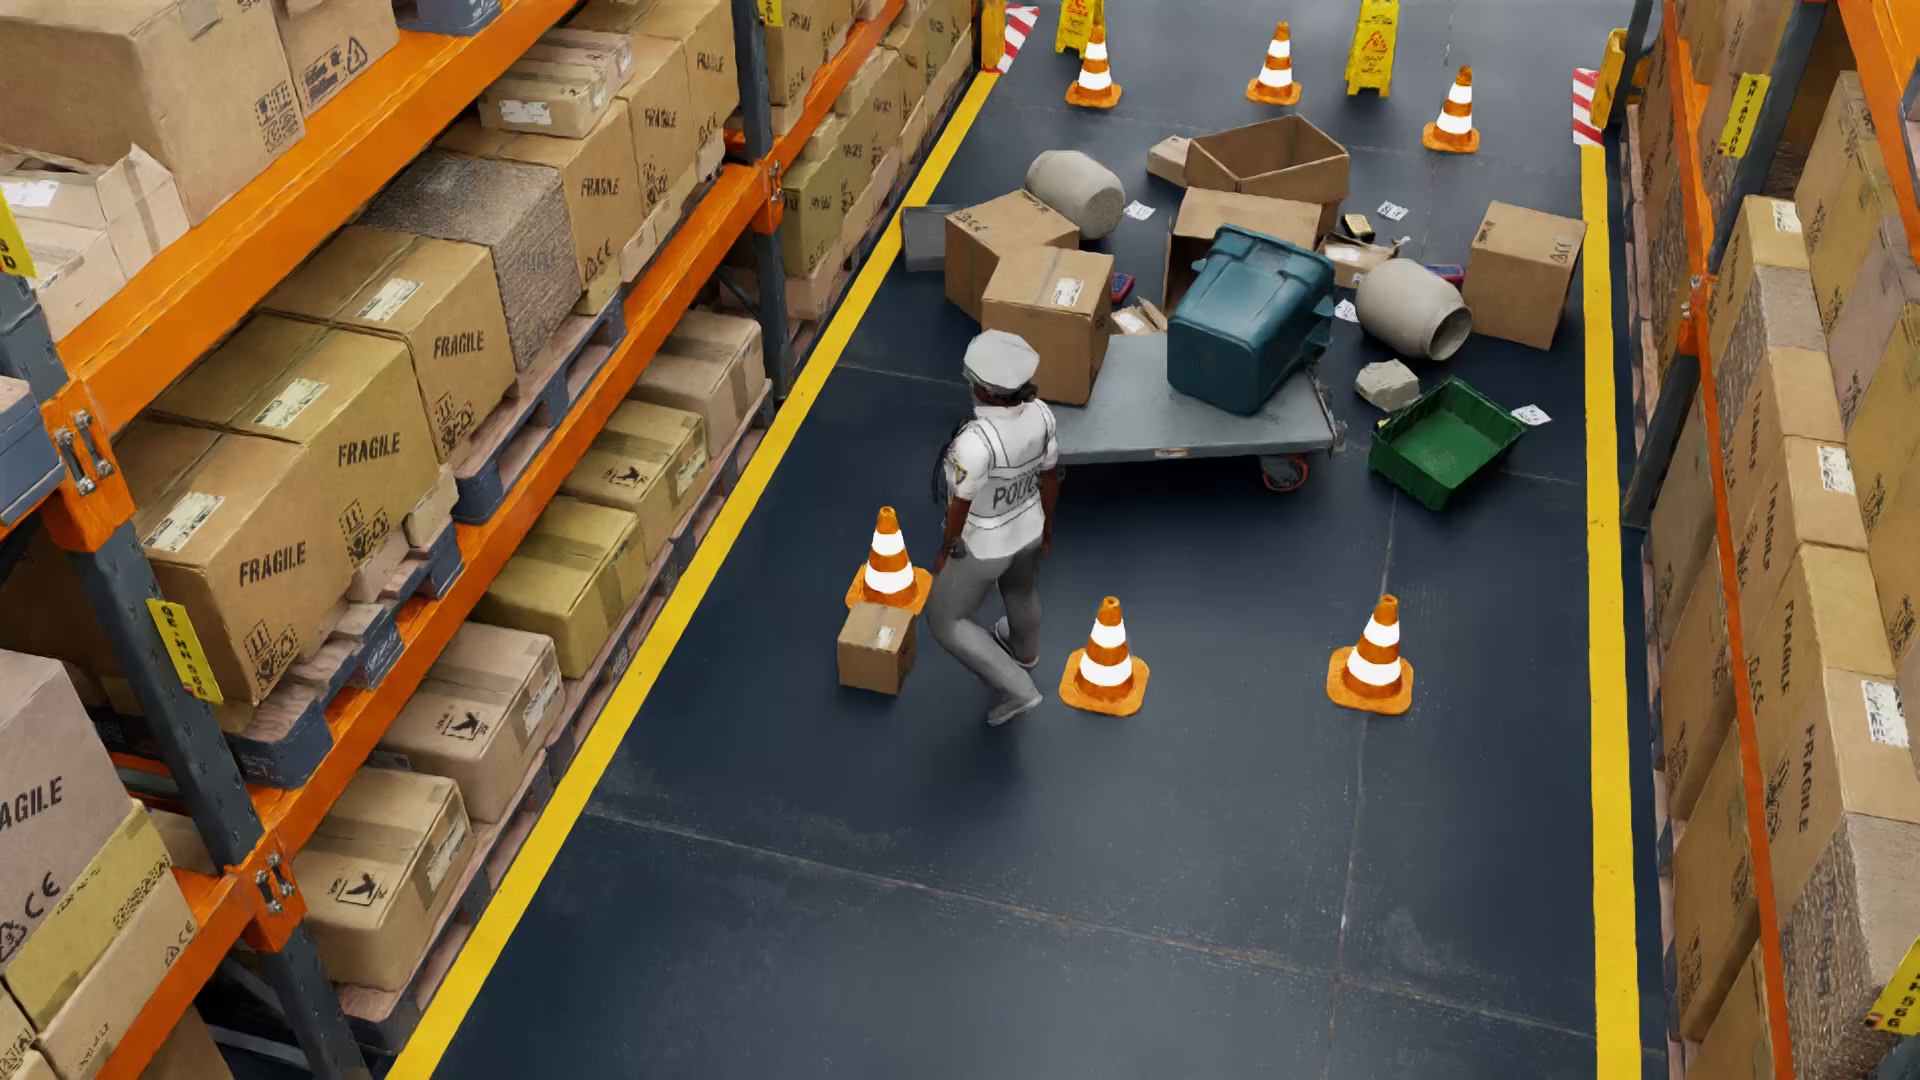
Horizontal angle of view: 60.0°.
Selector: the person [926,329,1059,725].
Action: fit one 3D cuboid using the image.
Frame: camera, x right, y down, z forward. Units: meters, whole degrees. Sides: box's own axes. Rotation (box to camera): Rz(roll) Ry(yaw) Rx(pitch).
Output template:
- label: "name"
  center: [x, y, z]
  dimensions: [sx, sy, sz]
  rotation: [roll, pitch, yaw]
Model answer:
- label: "person"
  center: [0.193, -0.018, 6.145]
  dimensions: [0.565, 1.670, 0.611]
  rotation: [32, 50, 31]
